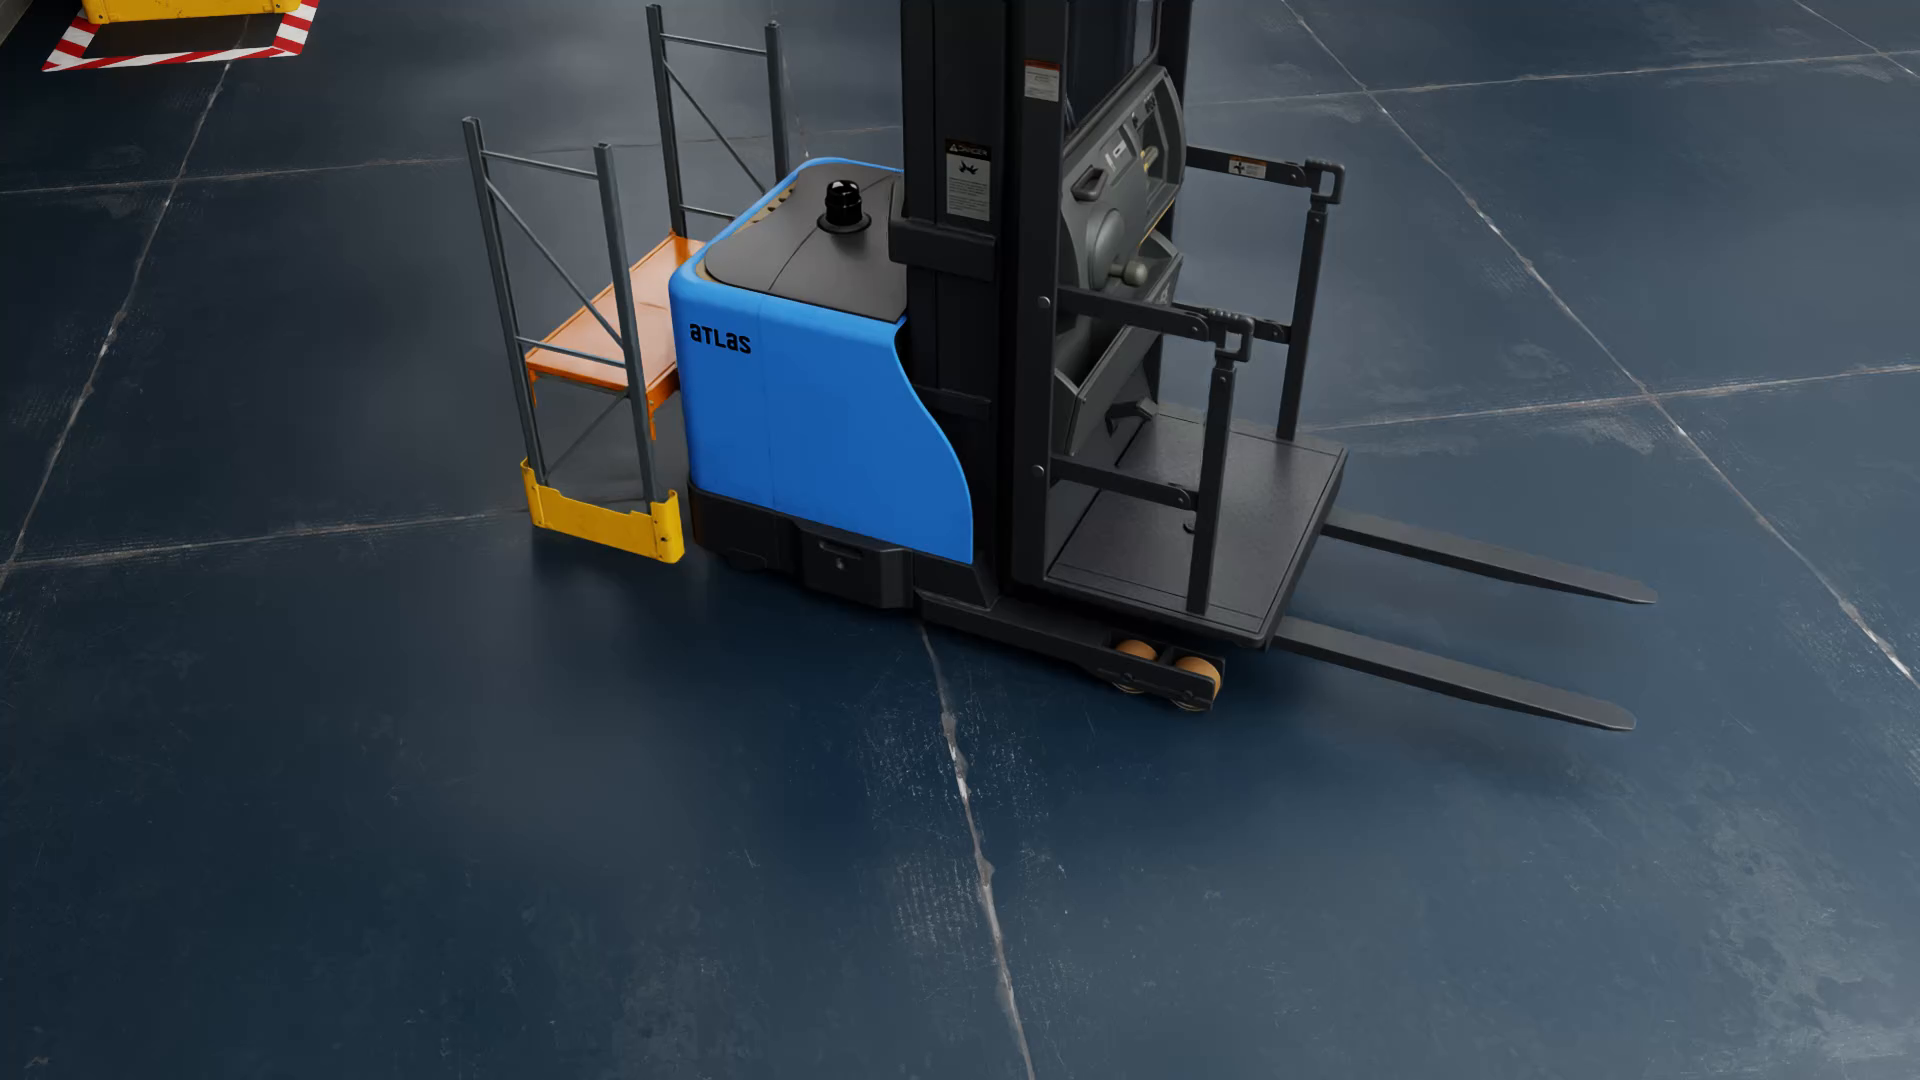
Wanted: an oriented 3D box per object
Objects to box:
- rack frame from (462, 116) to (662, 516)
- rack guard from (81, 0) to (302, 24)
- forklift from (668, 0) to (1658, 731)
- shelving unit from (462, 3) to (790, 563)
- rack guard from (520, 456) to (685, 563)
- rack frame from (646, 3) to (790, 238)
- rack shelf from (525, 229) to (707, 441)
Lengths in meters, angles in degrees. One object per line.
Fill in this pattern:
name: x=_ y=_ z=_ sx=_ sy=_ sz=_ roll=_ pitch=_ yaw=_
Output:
rack frame: x=-1.231 y=-0.592 z=5.288 sx=0.500 sy=1.500 sz=0.032 roll=15 pitch=40 yaw=18
rack guard: x=-4.484 y=-3.328 z=9.626 sx=1.175 sy=0.500 sz=0.348 roll=-6 pitch=38 yaw=-8
forklift: x=0.655 y=-1.008 z=4.659 sx=3.031 sy=2.935 sz=1.130 roll=15 pitch=40 yaw=19
shelving unit: x=-1.026 y=-0.883 z=5.663 sx=0.587 sy=1.500 sz=1.083 roll=15 pitch=40 yaw=18
rack guard: x=-1.222 y=-0.109 z=5.685 sx=0.587 sy=0.250 sz=0.087 roll=15 pitch=40 yaw=18
rack frame: x=-0.828 y=-1.165 z=6.025 sx=0.500 sy=1.500 sz=0.032 roll=15 pitch=40 yaw=18
rack shelf: x=-1.029 y=-0.736 z=5.767 sx=0.538 sy=0.185 sz=1.000 roll=15 pitch=40 yaw=18
